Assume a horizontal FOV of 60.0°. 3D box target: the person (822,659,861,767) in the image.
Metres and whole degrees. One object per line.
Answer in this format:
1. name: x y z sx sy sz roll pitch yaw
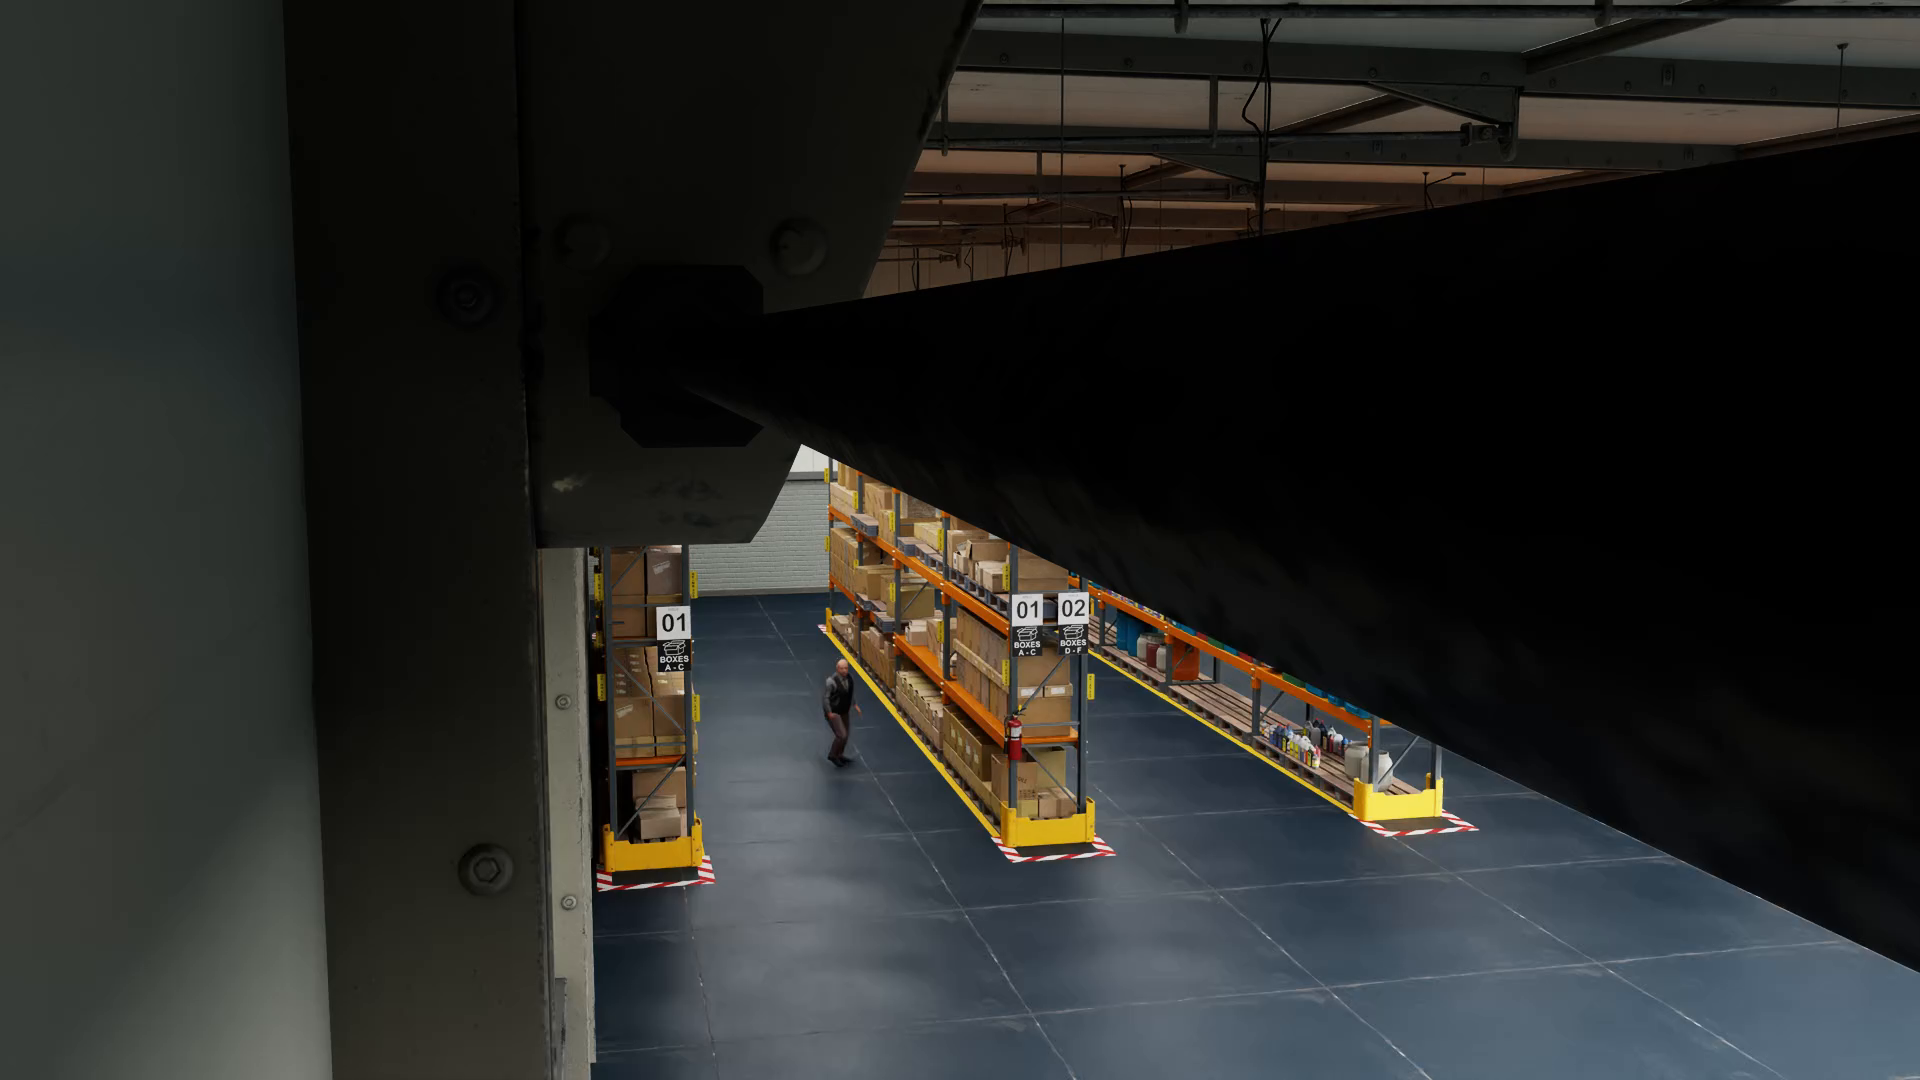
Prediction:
1. person: -1.831 2.569 24.868 0.556 1.661 0.643 5 8 35
